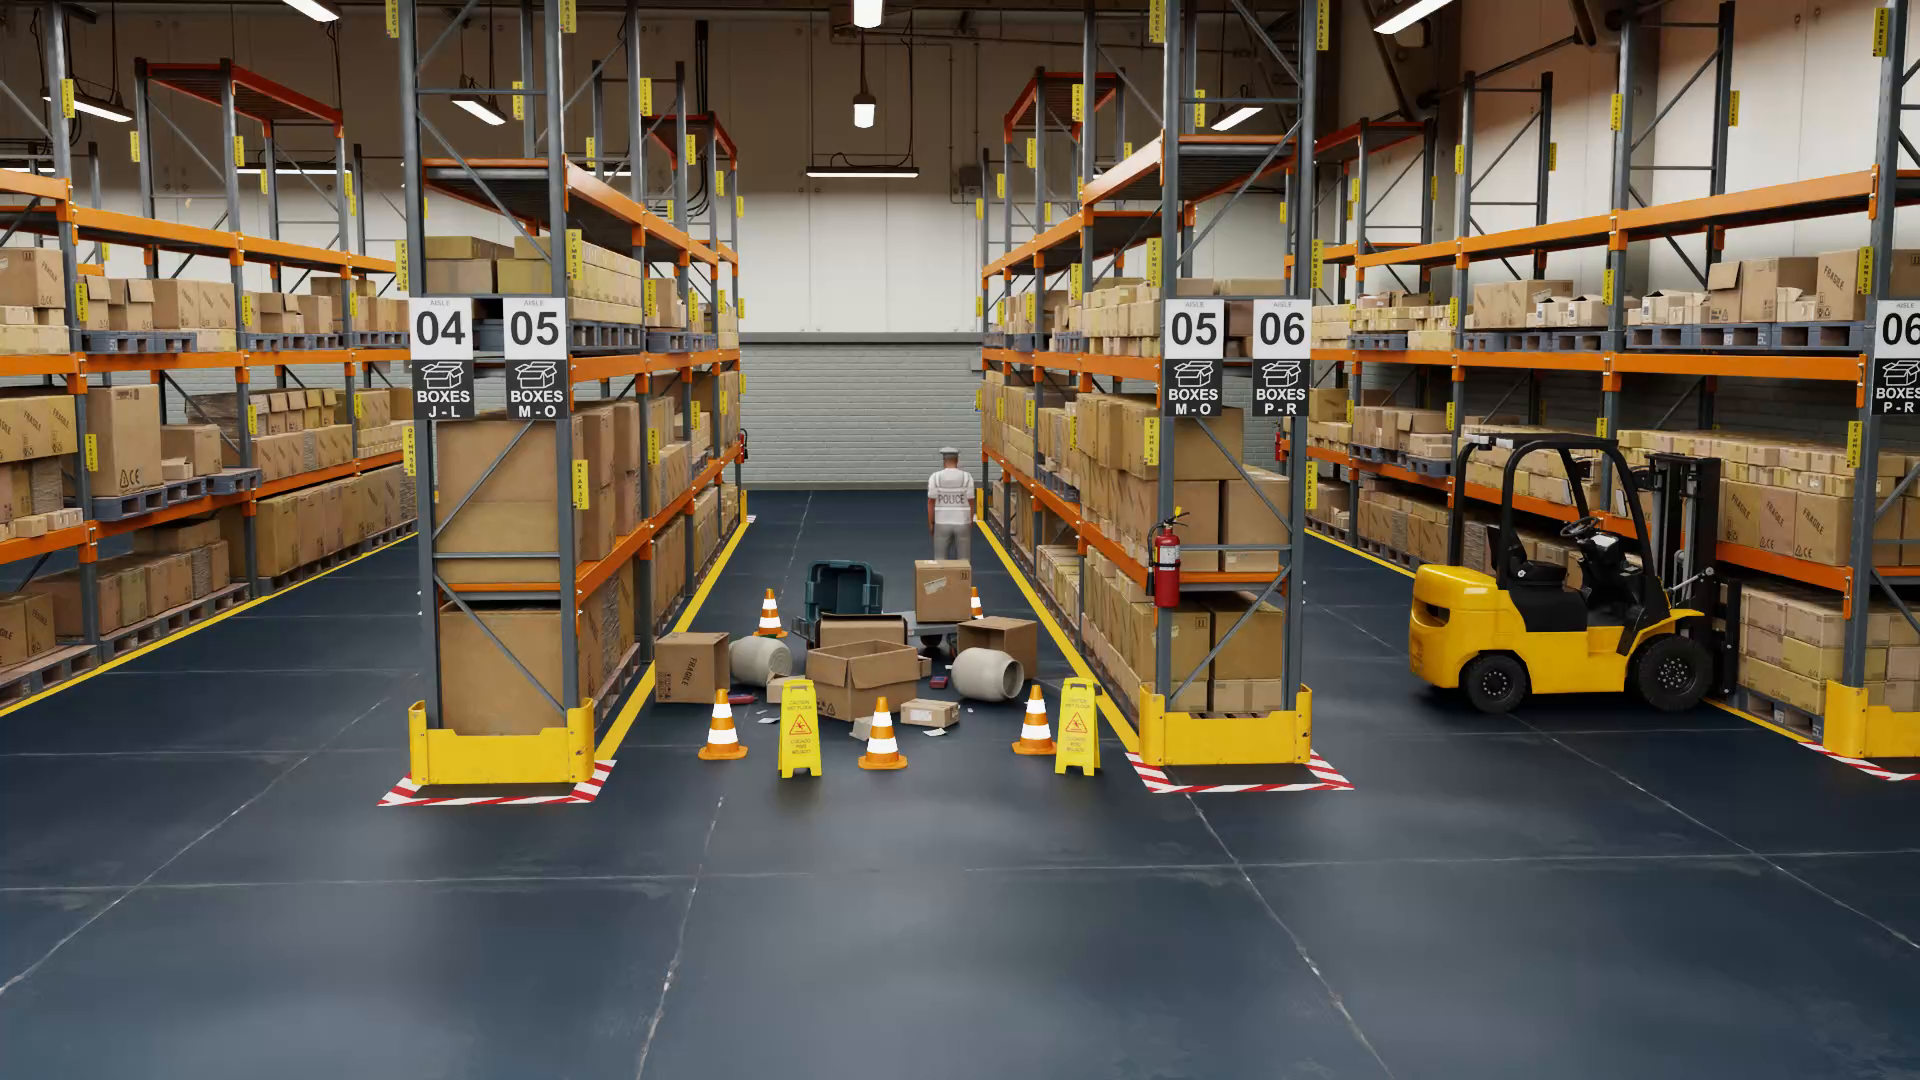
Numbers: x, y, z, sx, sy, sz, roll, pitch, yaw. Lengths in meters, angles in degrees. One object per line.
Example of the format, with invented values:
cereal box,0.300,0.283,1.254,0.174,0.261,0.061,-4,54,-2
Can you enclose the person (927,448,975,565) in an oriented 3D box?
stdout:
person,-0.103,-0.163,18.634,0.529,1.742,0.392,0,7,-3
